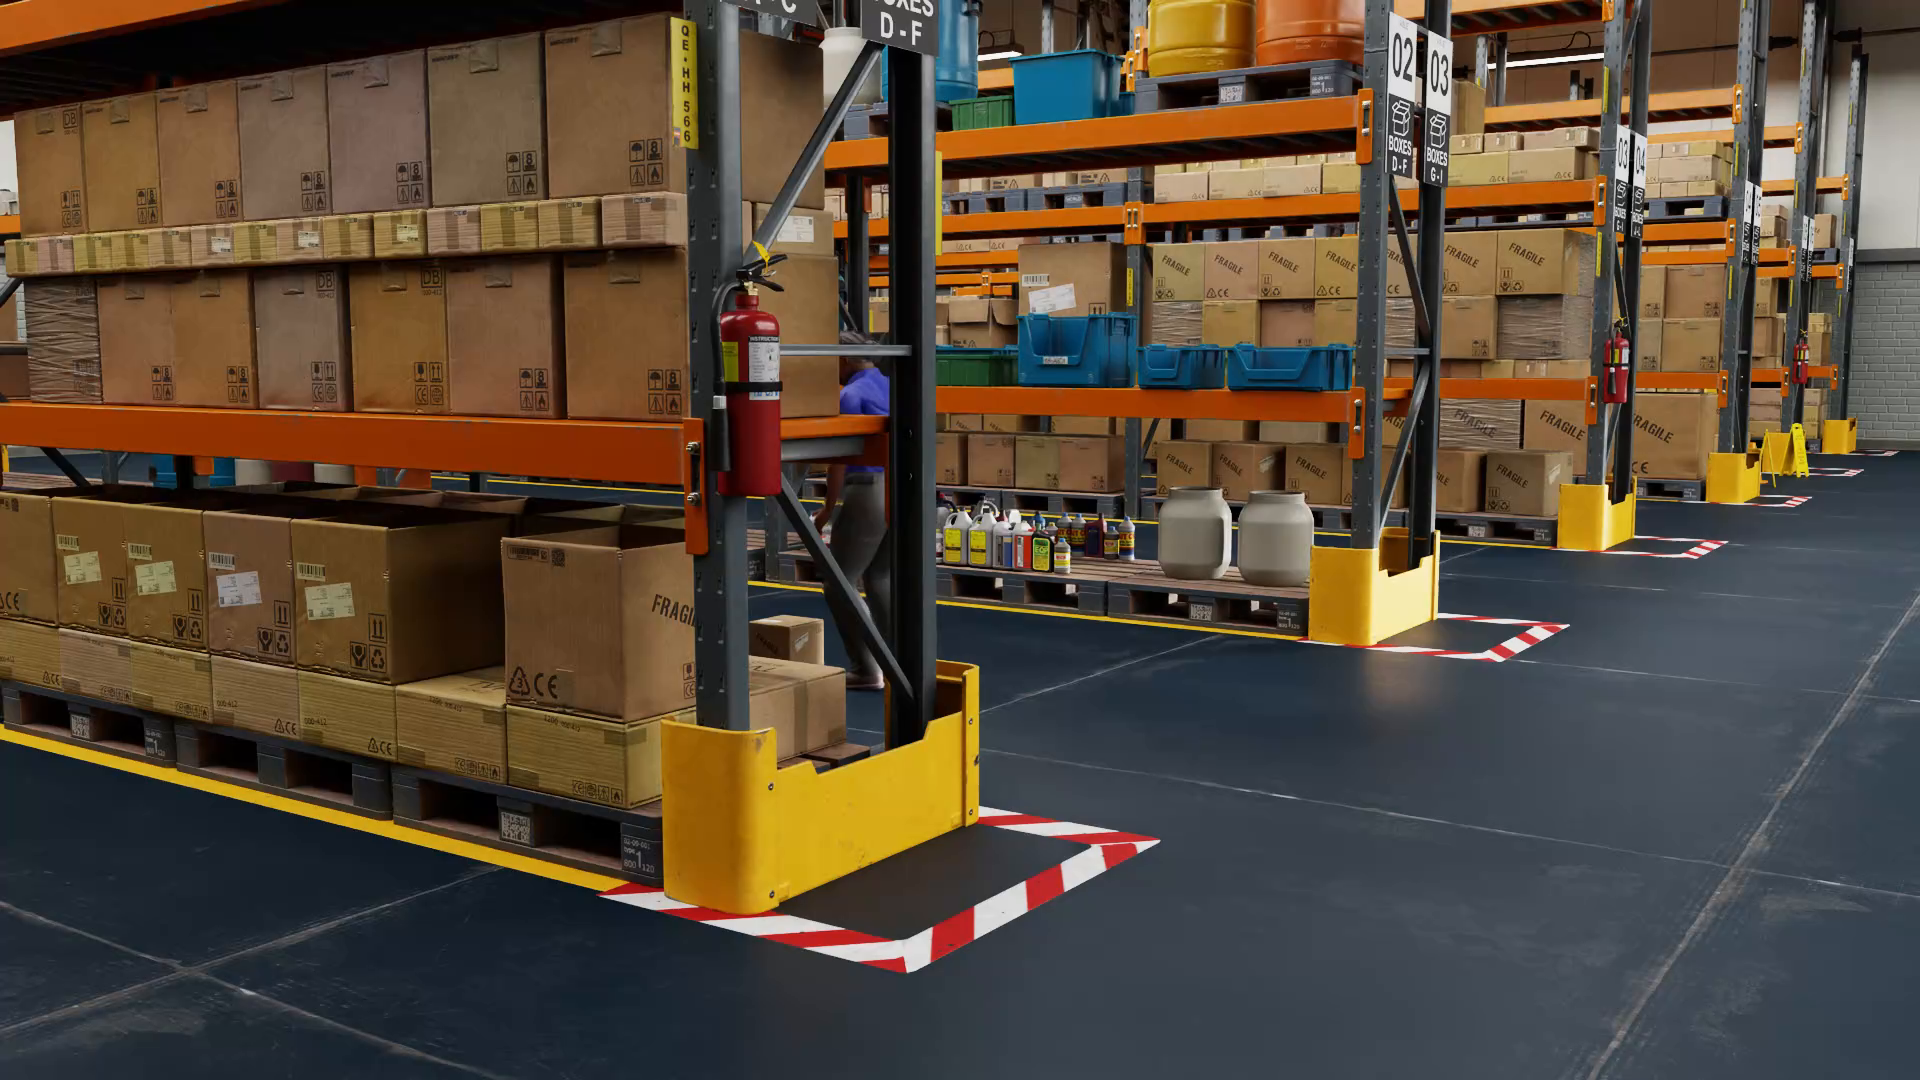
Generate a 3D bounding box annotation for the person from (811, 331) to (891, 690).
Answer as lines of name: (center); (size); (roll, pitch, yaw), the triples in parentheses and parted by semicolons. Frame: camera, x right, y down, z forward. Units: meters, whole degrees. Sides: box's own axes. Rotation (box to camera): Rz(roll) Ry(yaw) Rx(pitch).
person: (-0.424, -0.132, 7.477); (0.379, 1.610, 0.457); (4, 8, 35)
